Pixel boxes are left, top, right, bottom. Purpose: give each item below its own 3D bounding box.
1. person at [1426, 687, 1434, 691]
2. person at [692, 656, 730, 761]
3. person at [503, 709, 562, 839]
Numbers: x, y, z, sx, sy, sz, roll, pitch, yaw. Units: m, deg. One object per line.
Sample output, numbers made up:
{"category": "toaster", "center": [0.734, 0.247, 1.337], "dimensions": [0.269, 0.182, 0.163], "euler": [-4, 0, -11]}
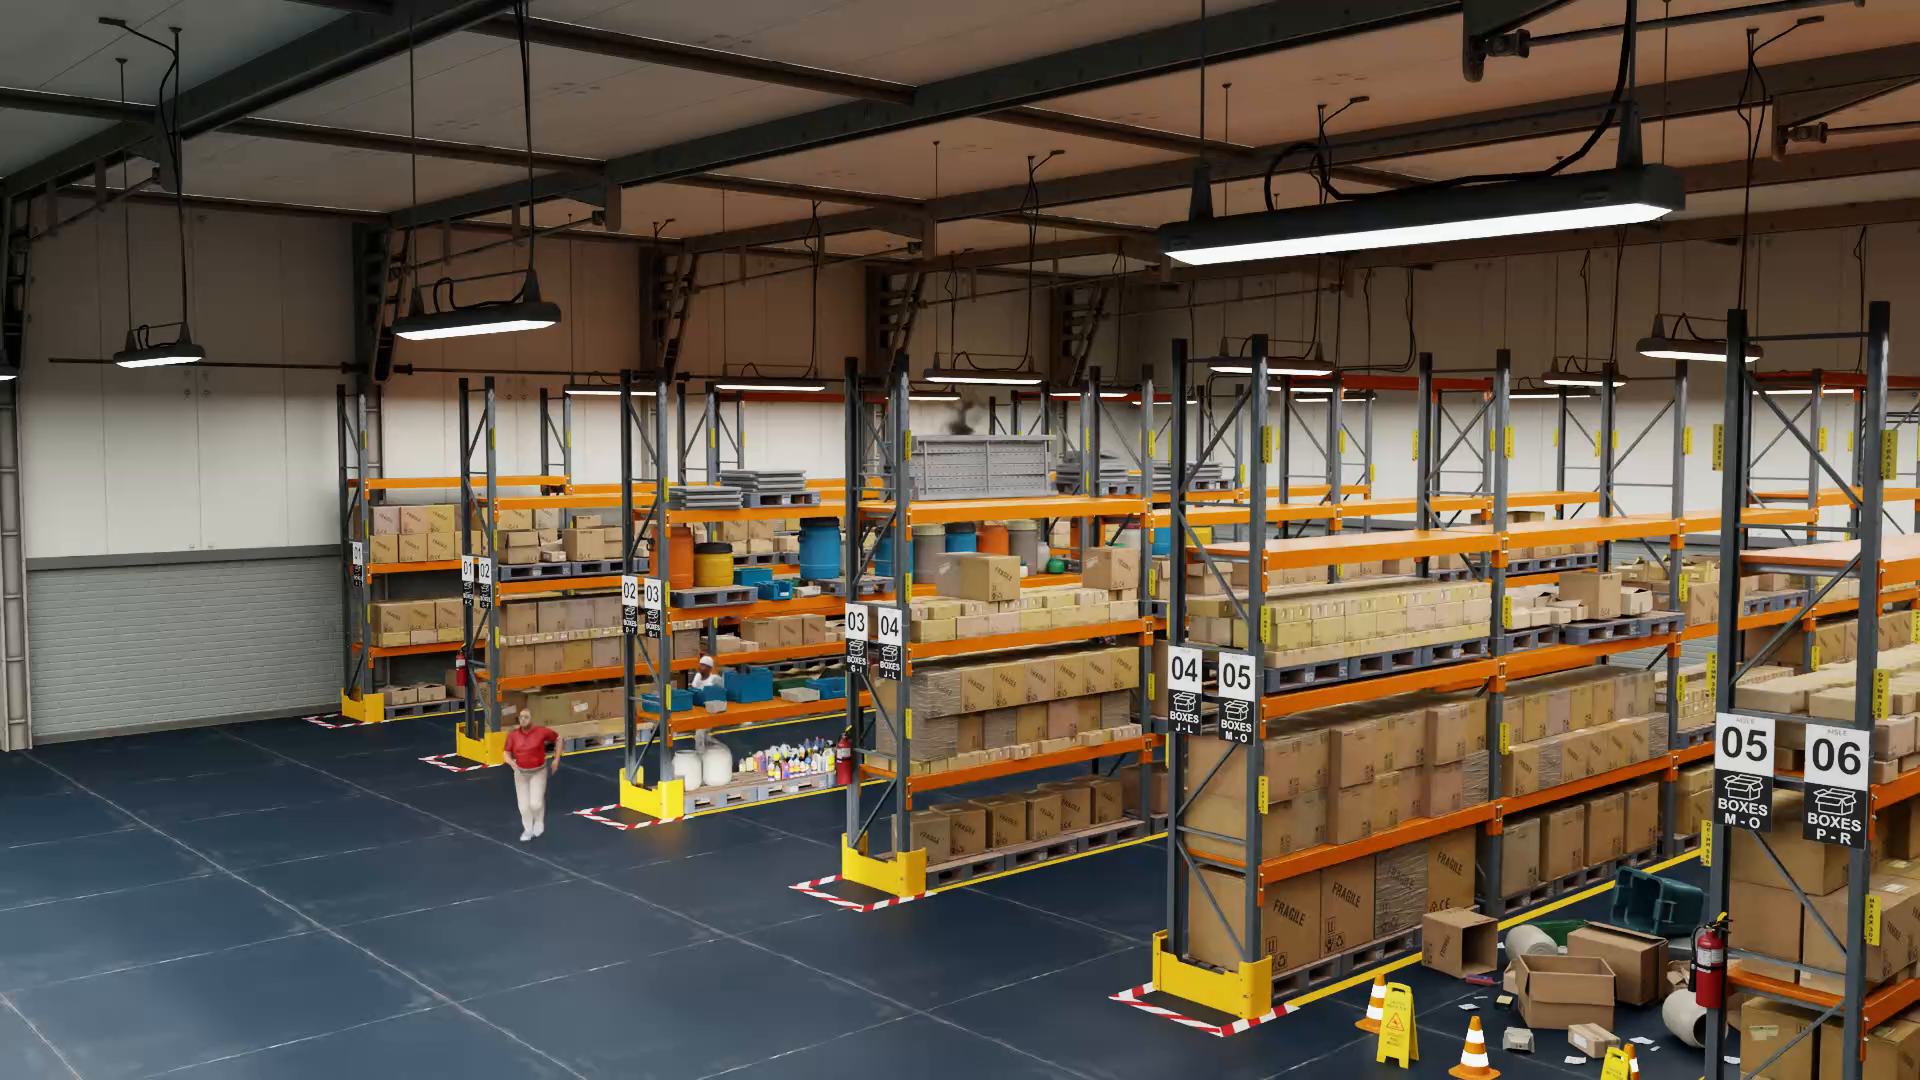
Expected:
{"category": "person", "center": [6.350, 2.751, 22.771], "dimensions": [0.703, 1.739, 1.007], "euler": [3, 5, 39]}
{"category": "person", "center": [-3.813, 2.633, 25.131], "dimensions": [0.885, 1.777, 0.682], "euler": [-4, 5, -45]}
{"category": "person", "center": [-5.369, 2.950, 20.820], "dimensions": [0.689, 1.682, 0.771], "euler": [0, 4, 0]}
